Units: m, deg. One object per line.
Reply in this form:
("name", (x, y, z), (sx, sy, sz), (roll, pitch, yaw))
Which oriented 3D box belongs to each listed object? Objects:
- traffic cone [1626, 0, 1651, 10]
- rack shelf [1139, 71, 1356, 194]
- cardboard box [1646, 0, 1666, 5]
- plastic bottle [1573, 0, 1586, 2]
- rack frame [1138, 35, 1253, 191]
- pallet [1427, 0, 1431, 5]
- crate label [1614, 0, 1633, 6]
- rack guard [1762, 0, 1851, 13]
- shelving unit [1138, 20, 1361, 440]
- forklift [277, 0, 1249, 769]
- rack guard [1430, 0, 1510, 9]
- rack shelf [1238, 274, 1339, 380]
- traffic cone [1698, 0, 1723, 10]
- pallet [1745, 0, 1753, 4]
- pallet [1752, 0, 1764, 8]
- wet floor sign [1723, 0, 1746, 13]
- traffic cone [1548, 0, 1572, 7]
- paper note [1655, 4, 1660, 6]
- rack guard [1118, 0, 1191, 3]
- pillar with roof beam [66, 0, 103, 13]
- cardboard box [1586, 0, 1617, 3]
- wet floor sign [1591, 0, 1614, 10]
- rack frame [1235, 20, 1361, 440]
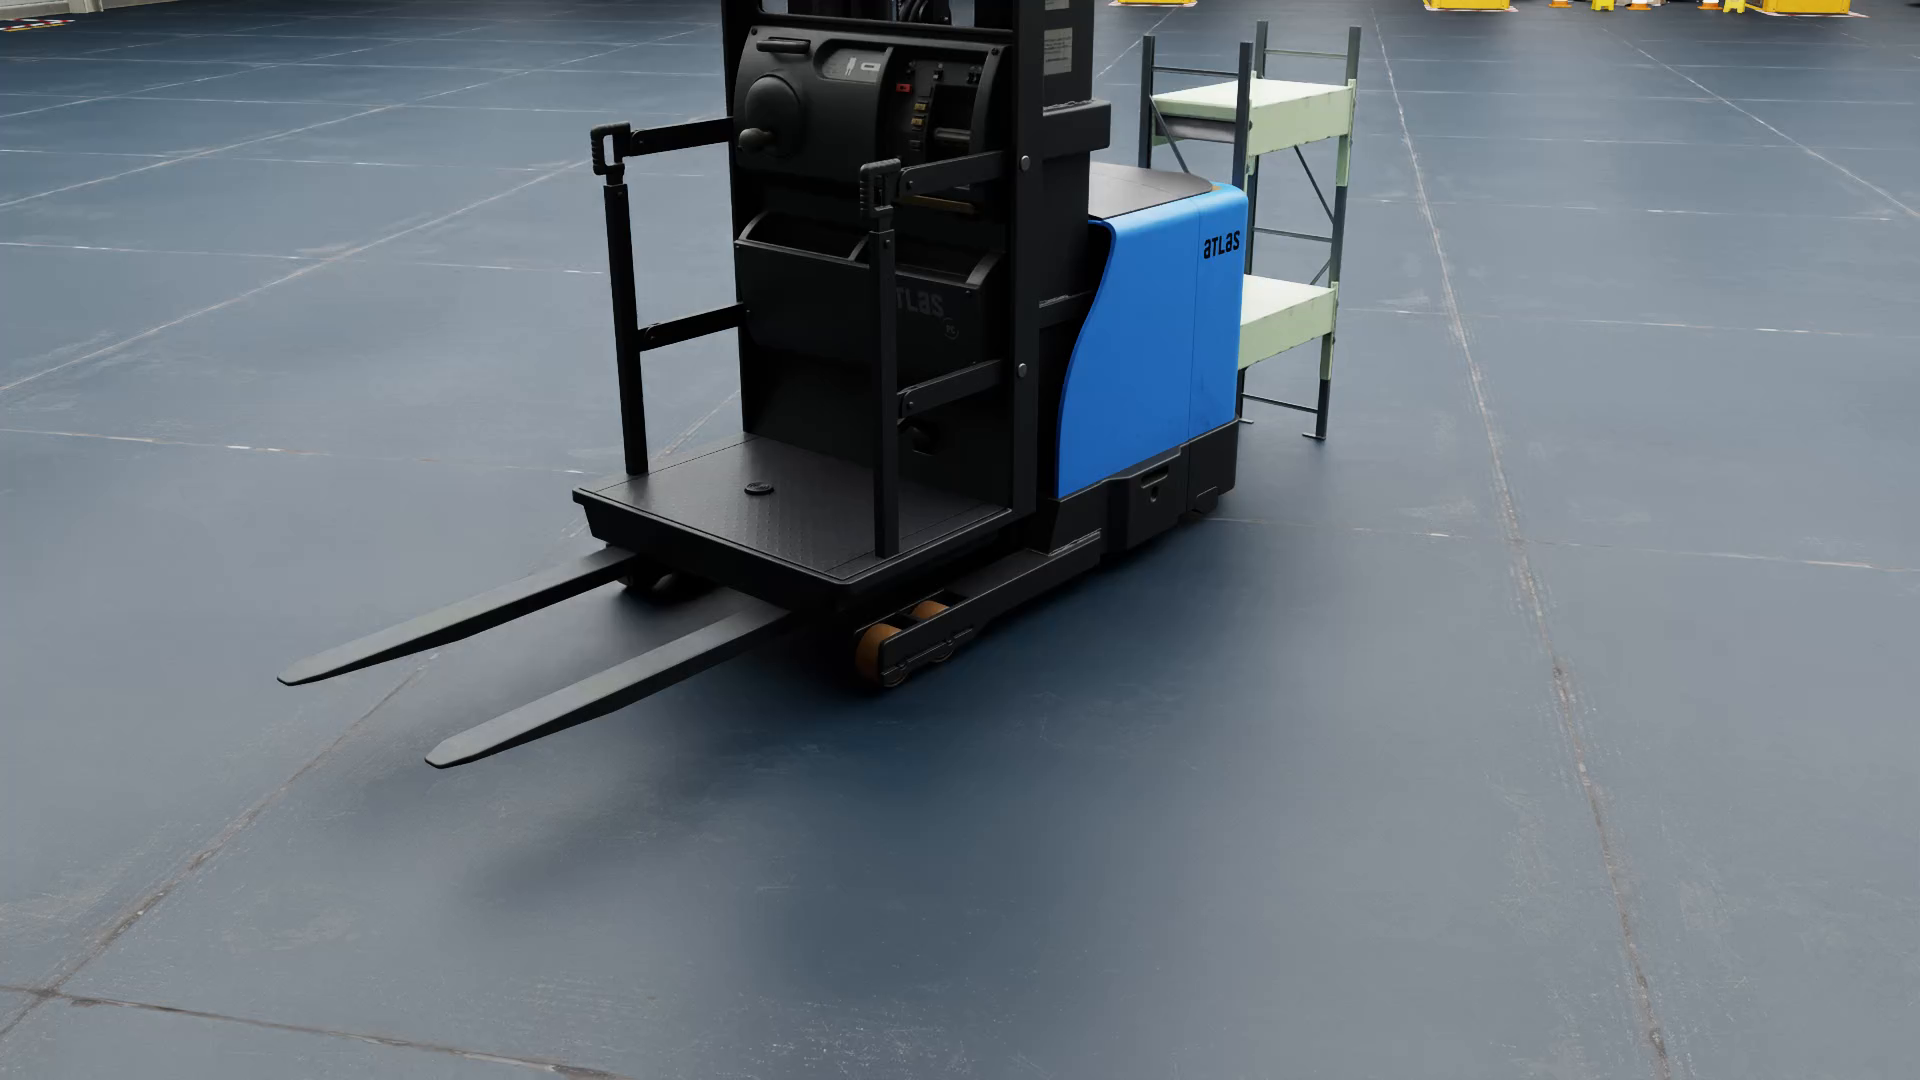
("traffic cone", (10.537, -8.458, 25.735), (0.336, 0.463, 0.334), (4, 22, 11))
("rack shelf", (0.993, -1.379, 5.726), (0.431, 0.370, 0.720), (17, 28, 36))
("cardboard box", (11.158, -8.729, 26.829), (0.380, 0.149, 0.250), (18, 28, 38))
("plastic bottle", (10.198, -8.925, 27.432), (0.133, 0.061, 0.283), (-3, 22, -8))
("rack frame", (0.759, -0.912, 5.610), (0.400, 1.500, 0.023), (17, 28, 36))
("pallet", (8.088, -8.764, 26.832), (1.003, 0.211, 1.213), (4, 22, 11))
("crate label", (10.637, -8.599, 26.521), (0.250, 0.136, 0.298), (-7, 23, -17))
("rack guard", (12.884, -8.287, 25.261), (1.175, 0.500, 0.348), (4, 22, 11))
("shelving unit", (0.993, -1.017, 5.872), (0.431, 1.500, 0.755), (17, 28, 36))
("forklift", (-0.399, -1.181, 4.363), (1.130, 2.935, 3.031), (17, 28, 36))
("rack guard", (7.997, -8.591, 26.015), (1.175, 0.500, 0.348), (4, 22, 11))
("rack shelf", (0.993, -0.715, 5.993), (0.431, 0.370, 0.720), (17, 28, 36))
("traffic cone", (11.693, -8.497, 25.833), (0.336, 0.463, 0.334), (4, 22, 11))
("pallet", (13.335, -8.892, 27.150), (1.003, 0.211, 1.213), (4, 22, 11))
("pallet", (13.084, -8.447, 26.046), (1.003, 0.211, 1.213), (4, 22, 11))
("wet floor sign", (11.782, -8.339, 25.194), (0.267, 0.644, 0.232), (13, 25, 29))
("traffic cone", (9.500, -8.668, 26.257), (0.336, 0.463, 0.334), (4, 22, 11))
("paper note", (11.112, -8.539, 26.514), (0.148, 0.019, 0.142), (-3, 22, -8))
("rack guard", (3.182, -9.042, 27.136), (1.175, 0.500, 0.348), (4, 22, 11))
("pillar with roof beam", (-9.095, -11.889, 22.828), (9.100, 9.000, 0.400), (4, 22, 11))
("cardboard box", (10.748, -9.096, 27.265), (0.797, 0.503, 0.637), (-11, 25, -26))
("wet floor sign", (9.934, -8.505, 25.609), (0.267, 0.644, 0.232), (1, 22, 2))
("rack frame", (1.226, -1.123, 6.133), (0.400, 1.500, 0.023), (17, 28, 36))
